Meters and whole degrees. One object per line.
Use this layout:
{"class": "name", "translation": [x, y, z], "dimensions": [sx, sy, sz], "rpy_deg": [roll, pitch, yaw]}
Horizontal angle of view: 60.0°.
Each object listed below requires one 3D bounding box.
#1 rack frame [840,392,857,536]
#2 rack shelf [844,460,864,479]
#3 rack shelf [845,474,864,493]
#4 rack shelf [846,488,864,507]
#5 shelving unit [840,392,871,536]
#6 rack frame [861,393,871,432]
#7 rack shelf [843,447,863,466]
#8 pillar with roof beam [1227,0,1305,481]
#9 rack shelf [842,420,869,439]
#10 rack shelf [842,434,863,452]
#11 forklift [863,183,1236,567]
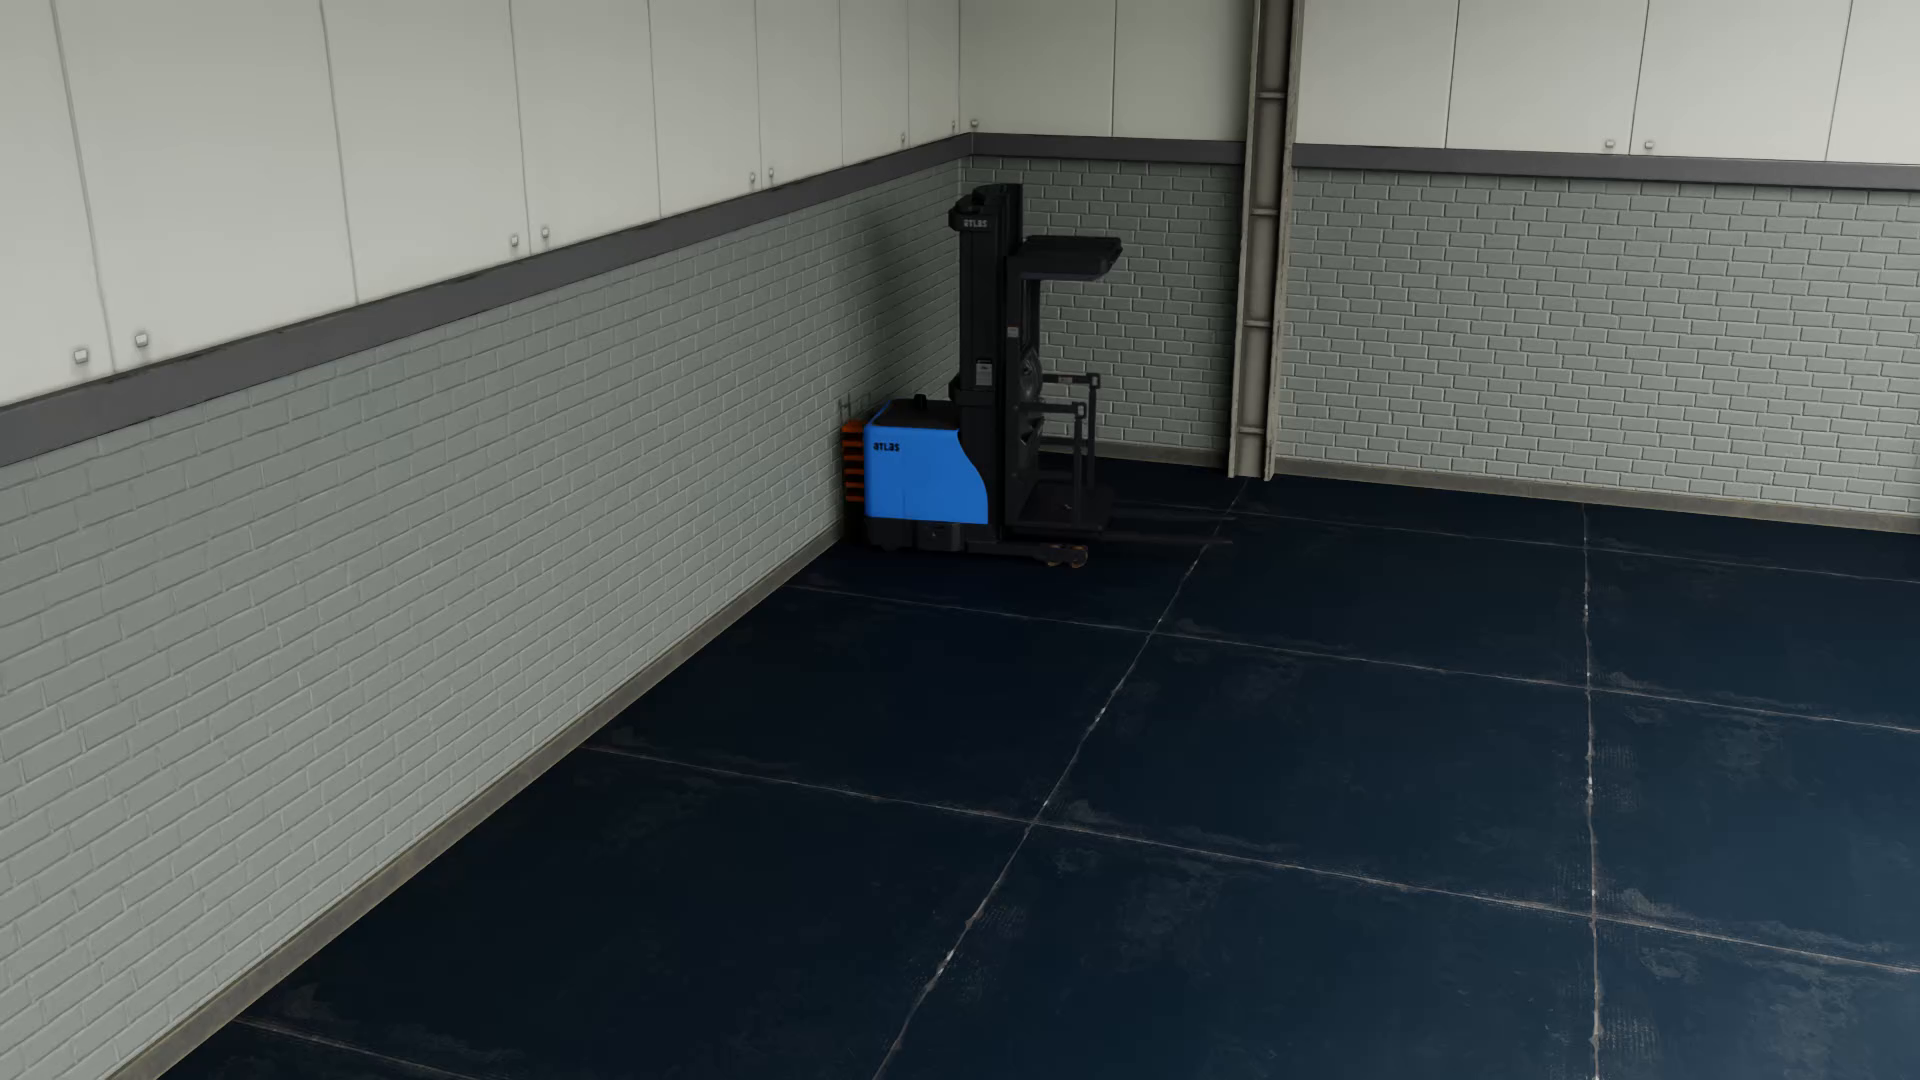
{"class": "rack frame", "translation": [-0.944, -0.638, 14.086], "dimensions": [0.006, 1.200, 0.240], "rpy_deg": [3, 19, 15]}
{"class": "rack shelf", "translation": [-0.854, -0.592, 14.076], "dimensions": [0.180, 0.103, 0.258], "rpy_deg": [3, 19, 15]}
{"class": "rack shelf", "translation": [-0.850, -0.478, 14.115], "dimensions": [0.180, 0.103, 0.258], "rpy_deg": [3, 19, 15]}
{"class": "rack shelf", "translation": [-0.845, -0.365, 14.153], "dimensions": [0.180, 0.103, 0.258], "rpy_deg": [3, 19, 15]}
{"class": "shelving unit", "translation": [-0.855, -0.634, 14.062], "dimensions": [0.189, 1.200, 0.258], "rpy_deg": [3, 19, 15]}
{"class": "rack frame", "translation": [-0.767, -0.629, 14.039], "dimensions": [0.006, 1.200, 0.240], "rpy_deg": [3, 19, 15]}
{"class": "rack shelf", "translation": [-0.858, -0.705, 14.038], "dimensions": [0.180, 0.103, 0.258], "rpy_deg": [3, 19, 15]}
{"class": "pillar with roof beam", "translation": [1.363, -3.534, 10.545], "dimensions": [0.400, 9.000, 9.100], "rpy_deg": [7, 20, 18]}
{"class": "rack shelf", "translation": [-0.866, -0.933, 13.961], "dimensions": [0.180, 0.103, 0.258], "rpy_deg": [3, 19, 15]}
{"class": "rack shelf", "translation": [-0.862, -0.819, 14.000], "dimensions": [0.180, 0.103, 0.258], "rpy_deg": [3, 19, 15]}
{"class": "forklift", "translation": [0.764, -1.354, 13.509], "dimensions": [3.031, 2.935, 1.130], "rpy_deg": [4, 20, 10]}
